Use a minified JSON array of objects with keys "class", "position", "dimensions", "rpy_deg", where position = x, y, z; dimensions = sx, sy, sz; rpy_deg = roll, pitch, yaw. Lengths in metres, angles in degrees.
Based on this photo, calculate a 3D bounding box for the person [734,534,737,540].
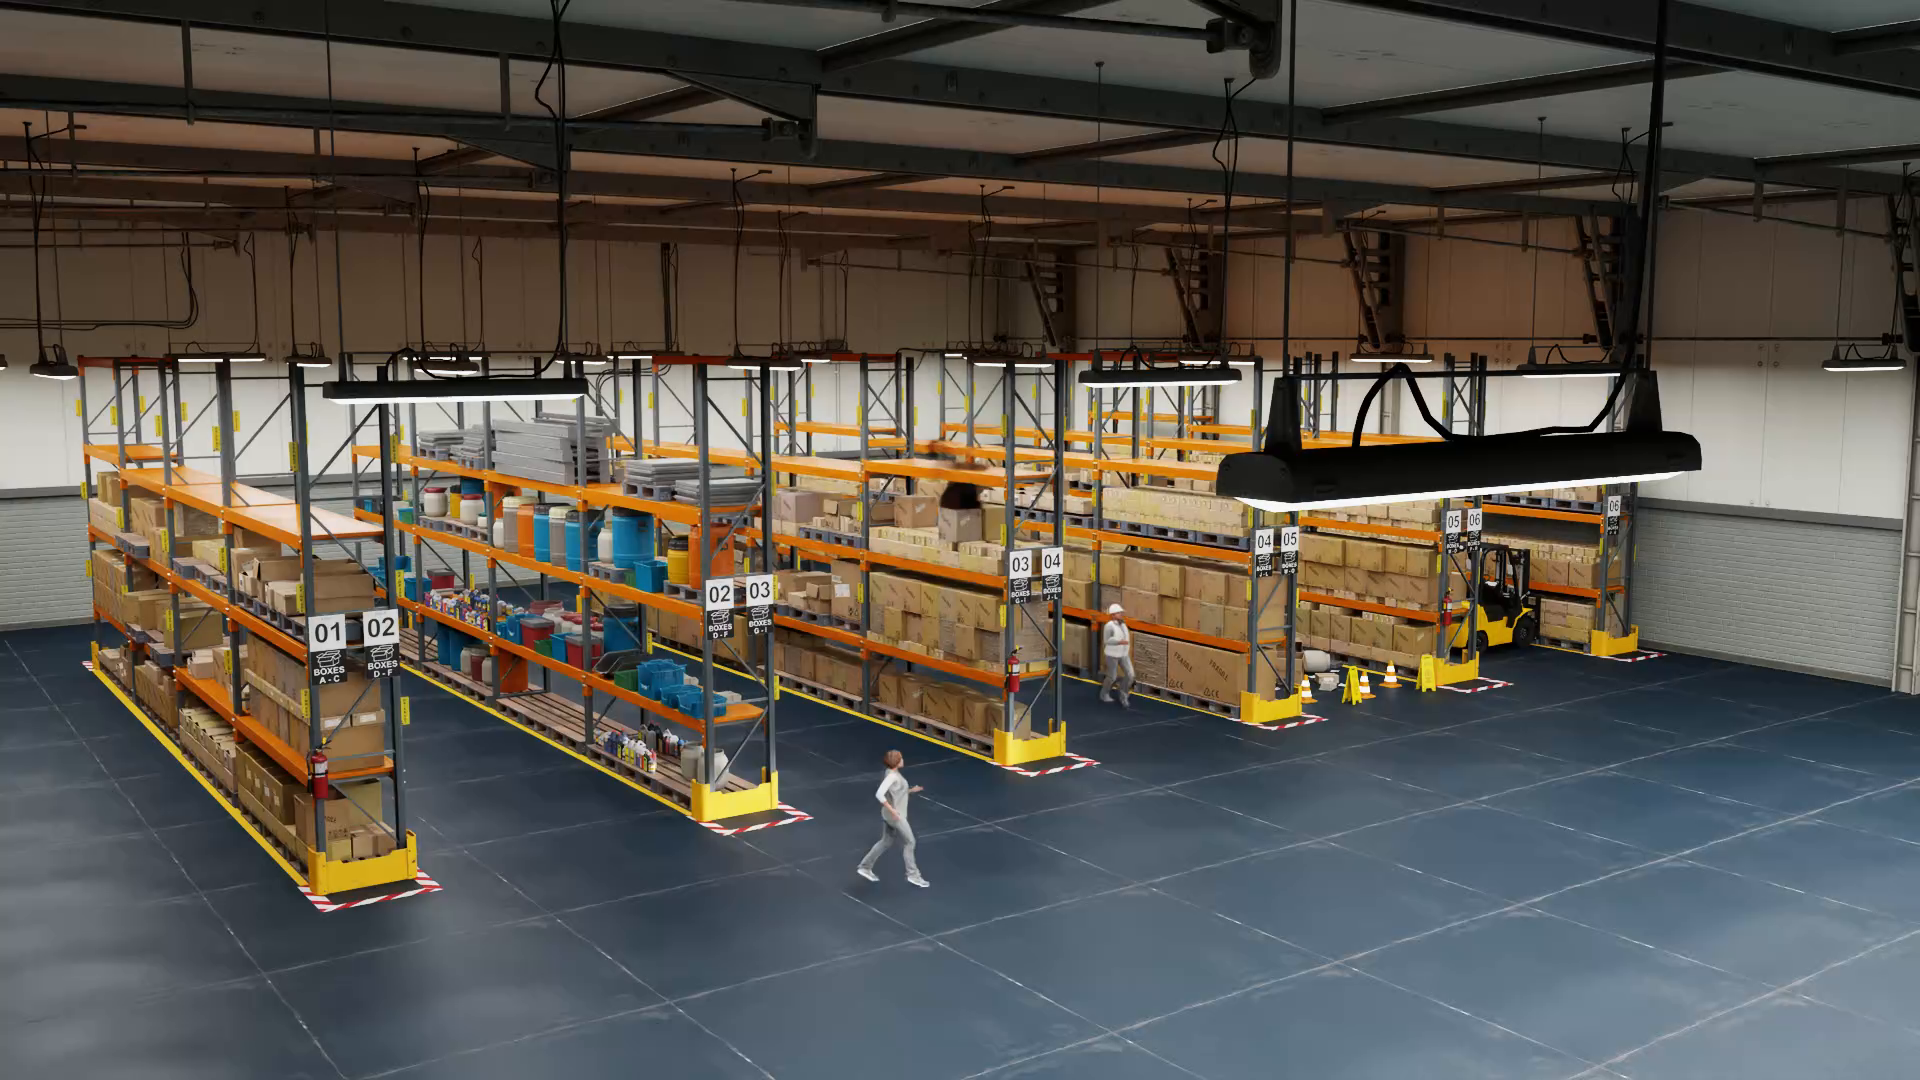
[{"class":"person","position":[-5.695,0.612,40.342],"dimensions":[0.860,1.671,0.607],"rpy_deg":[0,7,-2]}]

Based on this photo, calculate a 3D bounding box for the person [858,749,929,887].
[{"class":"person","position":[-0.769,3.206,19.137],"dimensions":[0.822,1.618,0.522],"rpy_deg":[-2,7,-13]}]

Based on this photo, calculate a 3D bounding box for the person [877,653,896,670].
[{"class":"person","position":[-1.308,1.684,31.792],"dimensions":[0.591,1.625,0.552],"rpy_deg":[-6,9,-42]}]

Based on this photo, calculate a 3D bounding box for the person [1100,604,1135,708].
[{"class":"person","position":[2.704,2.003,28.596],"dimensions":[0.635,1.822,0.756],"rpy_deg":[-5,9,-37]}]

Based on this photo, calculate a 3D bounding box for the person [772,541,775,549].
[{"class":"person","position":[-4.644,0.426,41.664],"dimensions":[0.700,1.841,0.886],"rpy_deg":[7,10,43]}]
